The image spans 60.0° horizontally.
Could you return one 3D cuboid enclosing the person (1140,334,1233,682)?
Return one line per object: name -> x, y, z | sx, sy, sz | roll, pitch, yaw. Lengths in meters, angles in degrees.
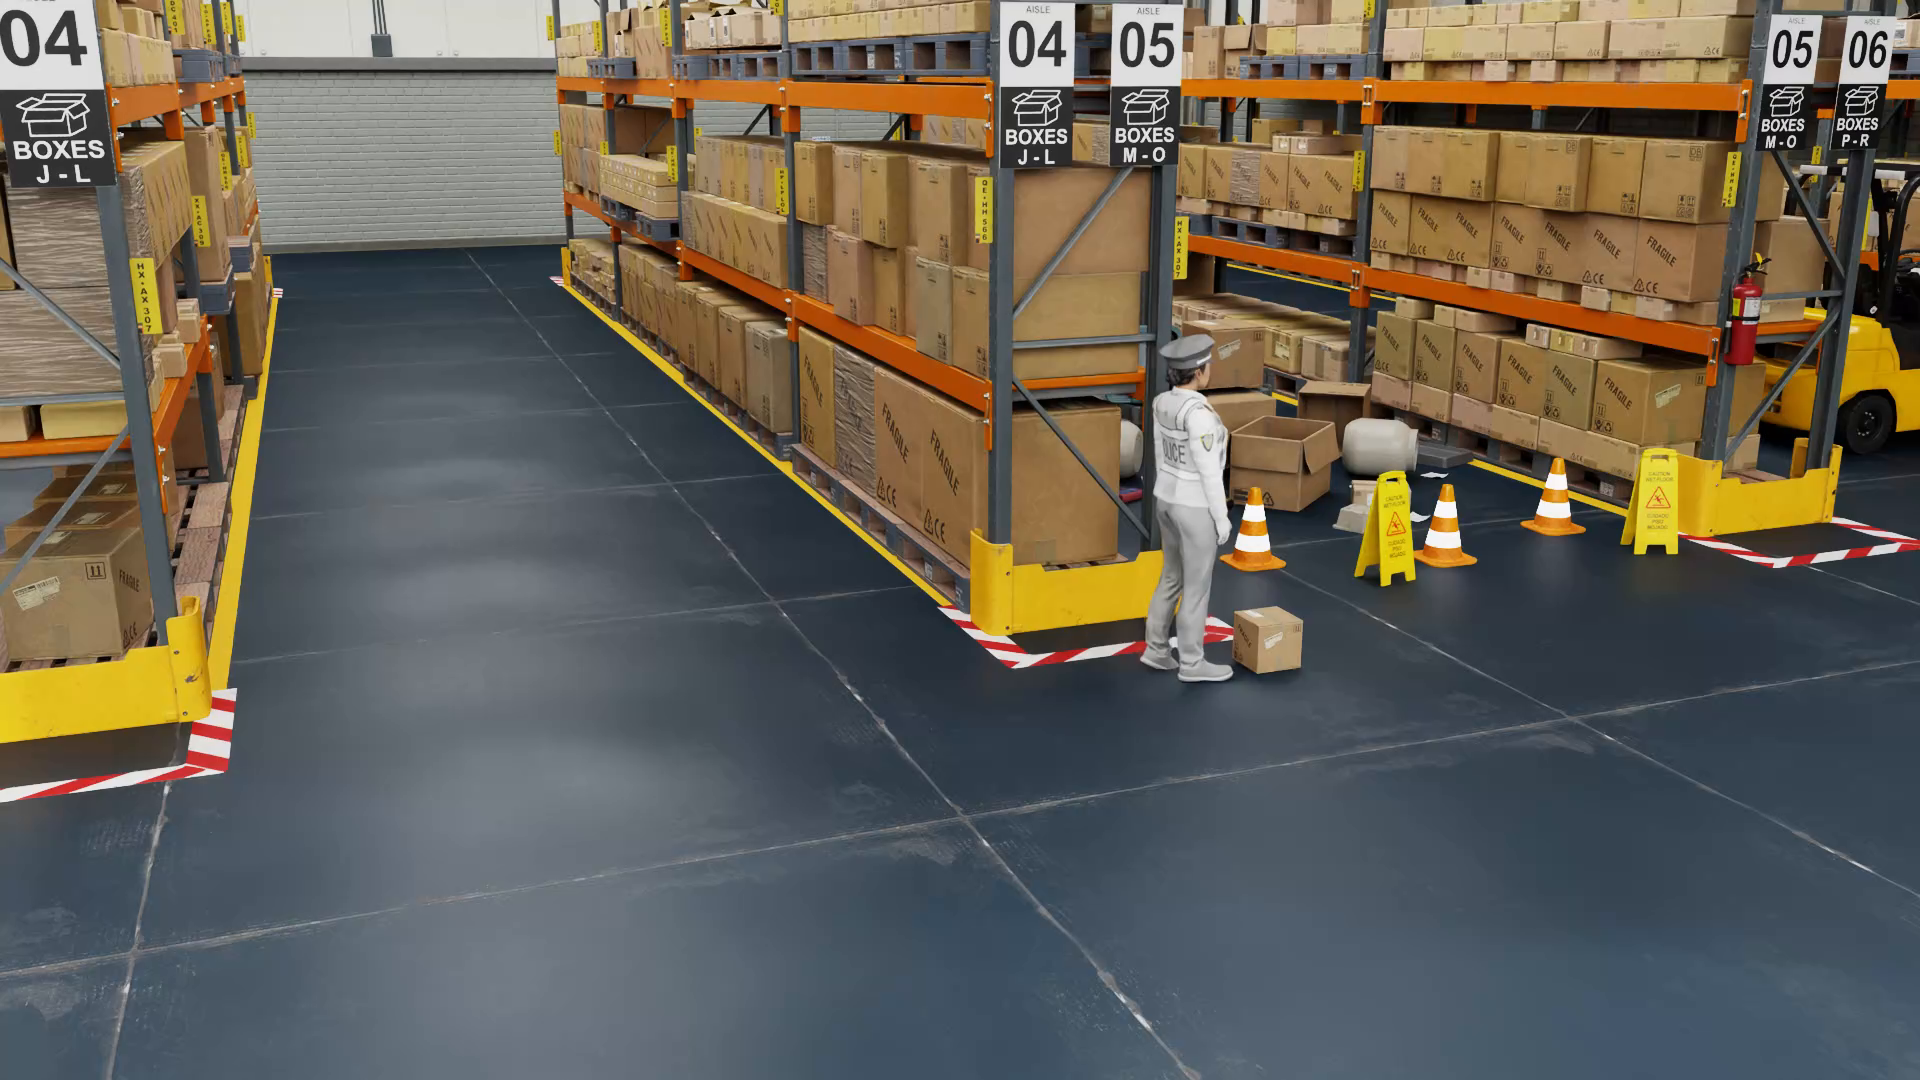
person -> 1.121, -0.122, 8.021 | 0.388, 1.747, 0.481 | -6, 17, -19
